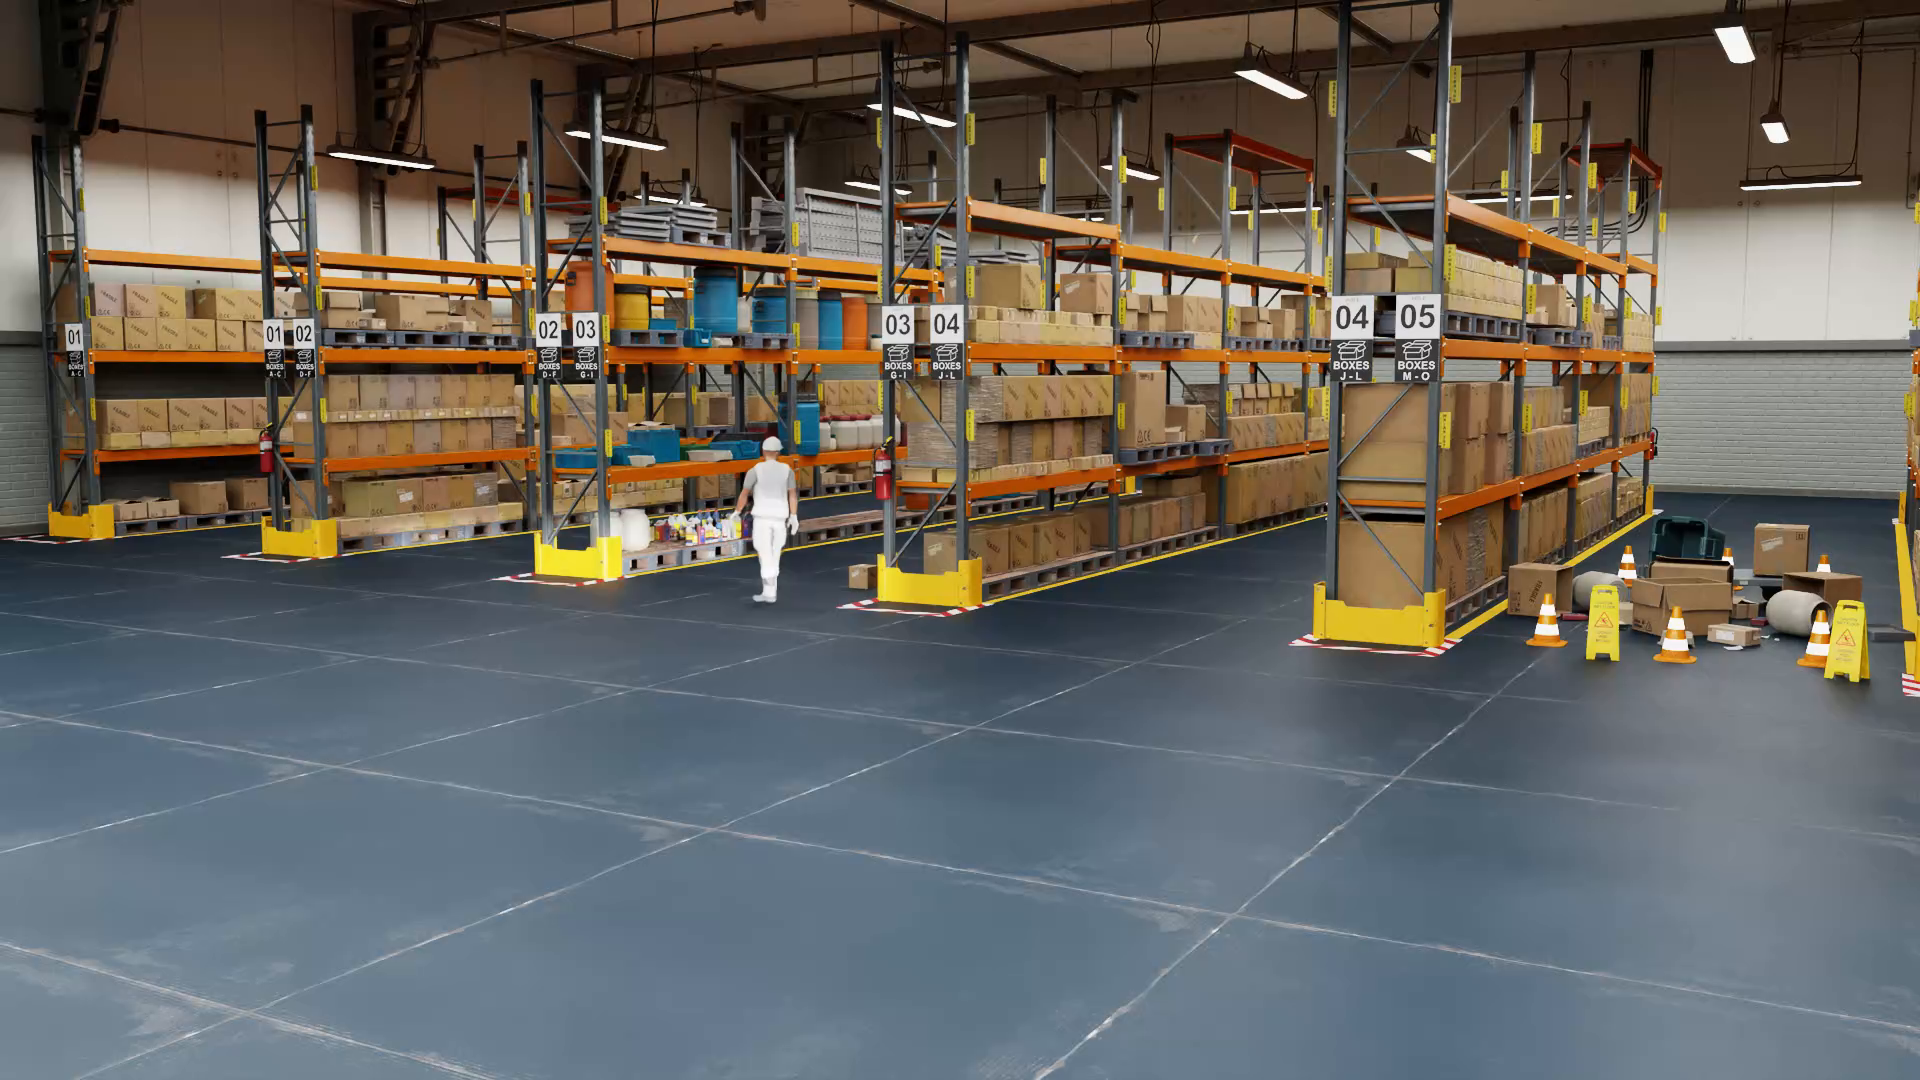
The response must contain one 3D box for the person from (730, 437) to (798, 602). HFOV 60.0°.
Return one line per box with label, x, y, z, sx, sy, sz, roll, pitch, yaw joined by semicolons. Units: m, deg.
person;-2.128;-0.215;18.044;0.661;1.807;0.700;-3;7;-26
